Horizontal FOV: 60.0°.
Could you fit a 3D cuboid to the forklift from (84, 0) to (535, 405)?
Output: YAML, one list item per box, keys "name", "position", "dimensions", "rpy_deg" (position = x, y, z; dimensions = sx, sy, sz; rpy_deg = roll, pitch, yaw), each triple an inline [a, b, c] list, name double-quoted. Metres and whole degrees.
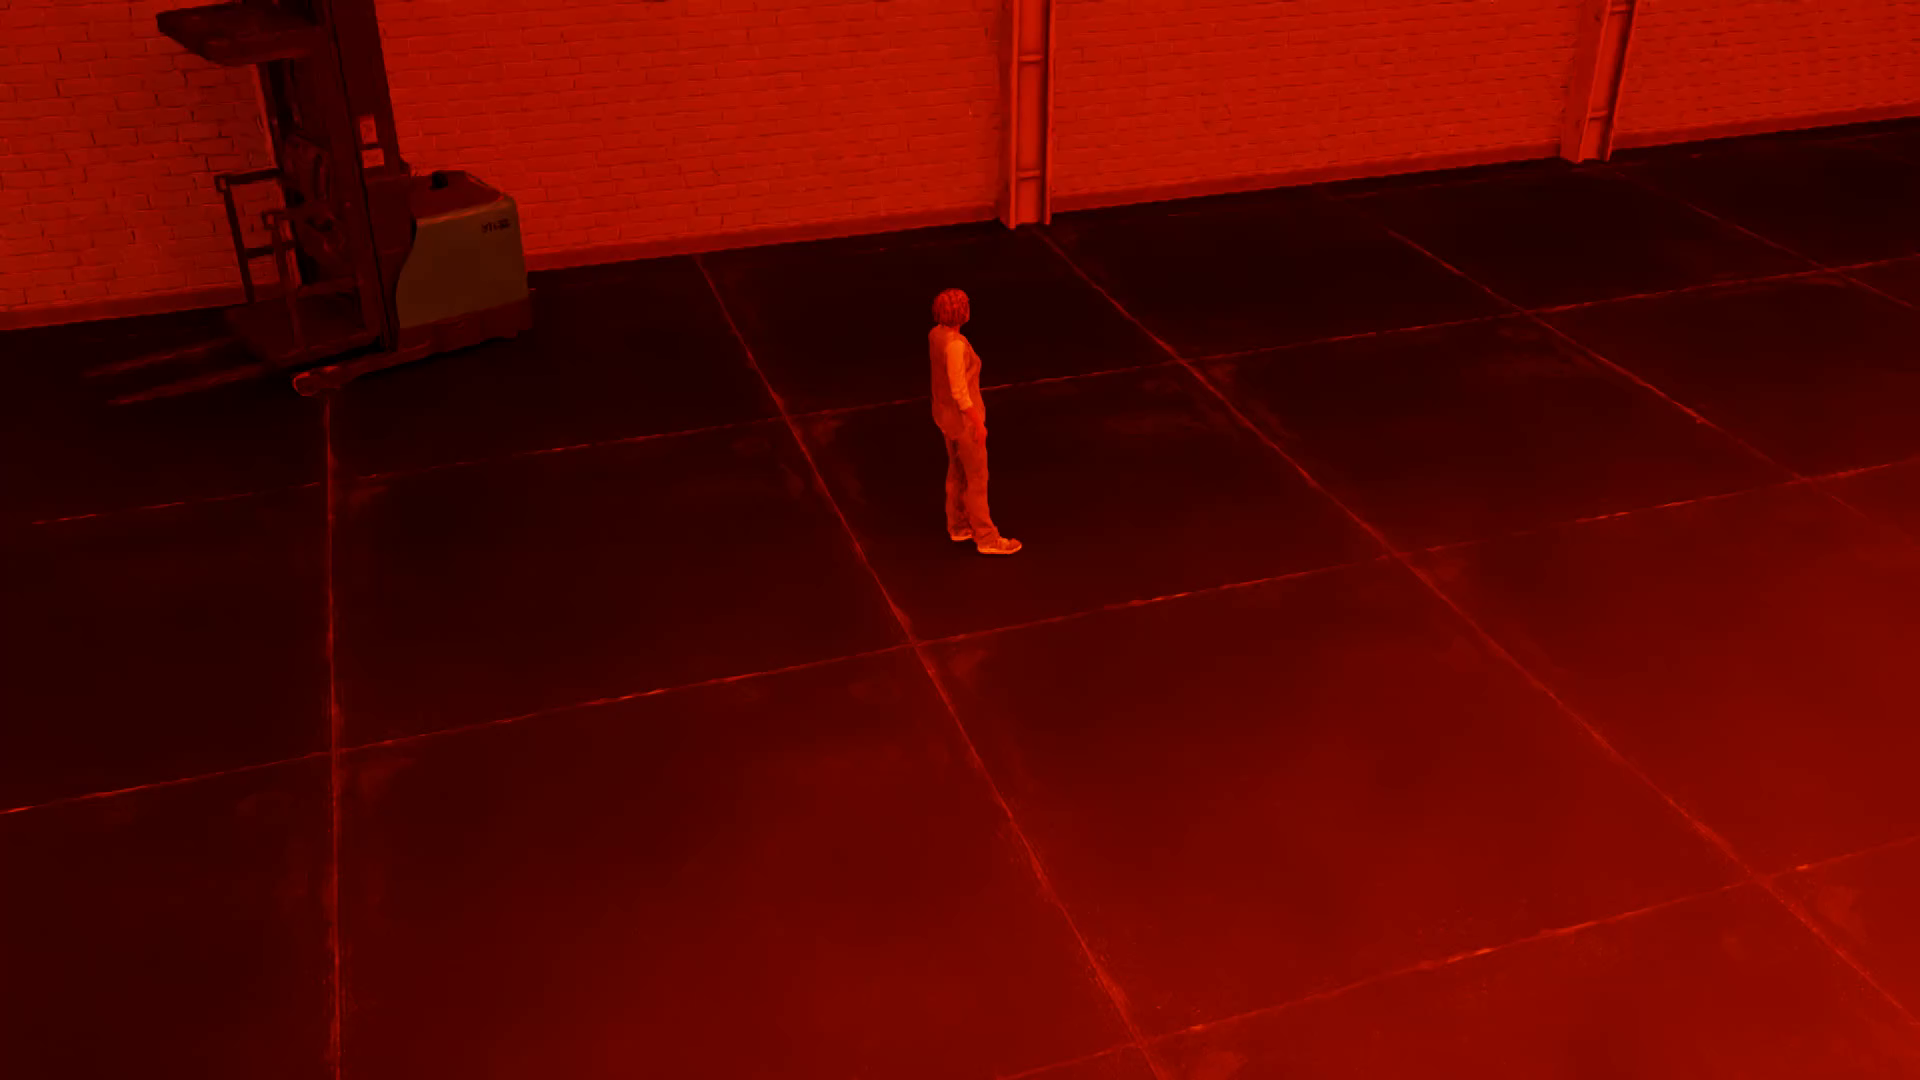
- name: "forklift"
  position: [-4.728, -2.586, 11.582]
  dimensions: [3.031, 2.935, 1.130]
  rpy_deg: [-22, 36, -33]

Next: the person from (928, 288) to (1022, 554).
- name: "person"
  position: [0.075, -0.703, 9.633]
  dimensions: [0.474, 1.597, 0.521]
  rpy_deg: [-10, 31, -16]
